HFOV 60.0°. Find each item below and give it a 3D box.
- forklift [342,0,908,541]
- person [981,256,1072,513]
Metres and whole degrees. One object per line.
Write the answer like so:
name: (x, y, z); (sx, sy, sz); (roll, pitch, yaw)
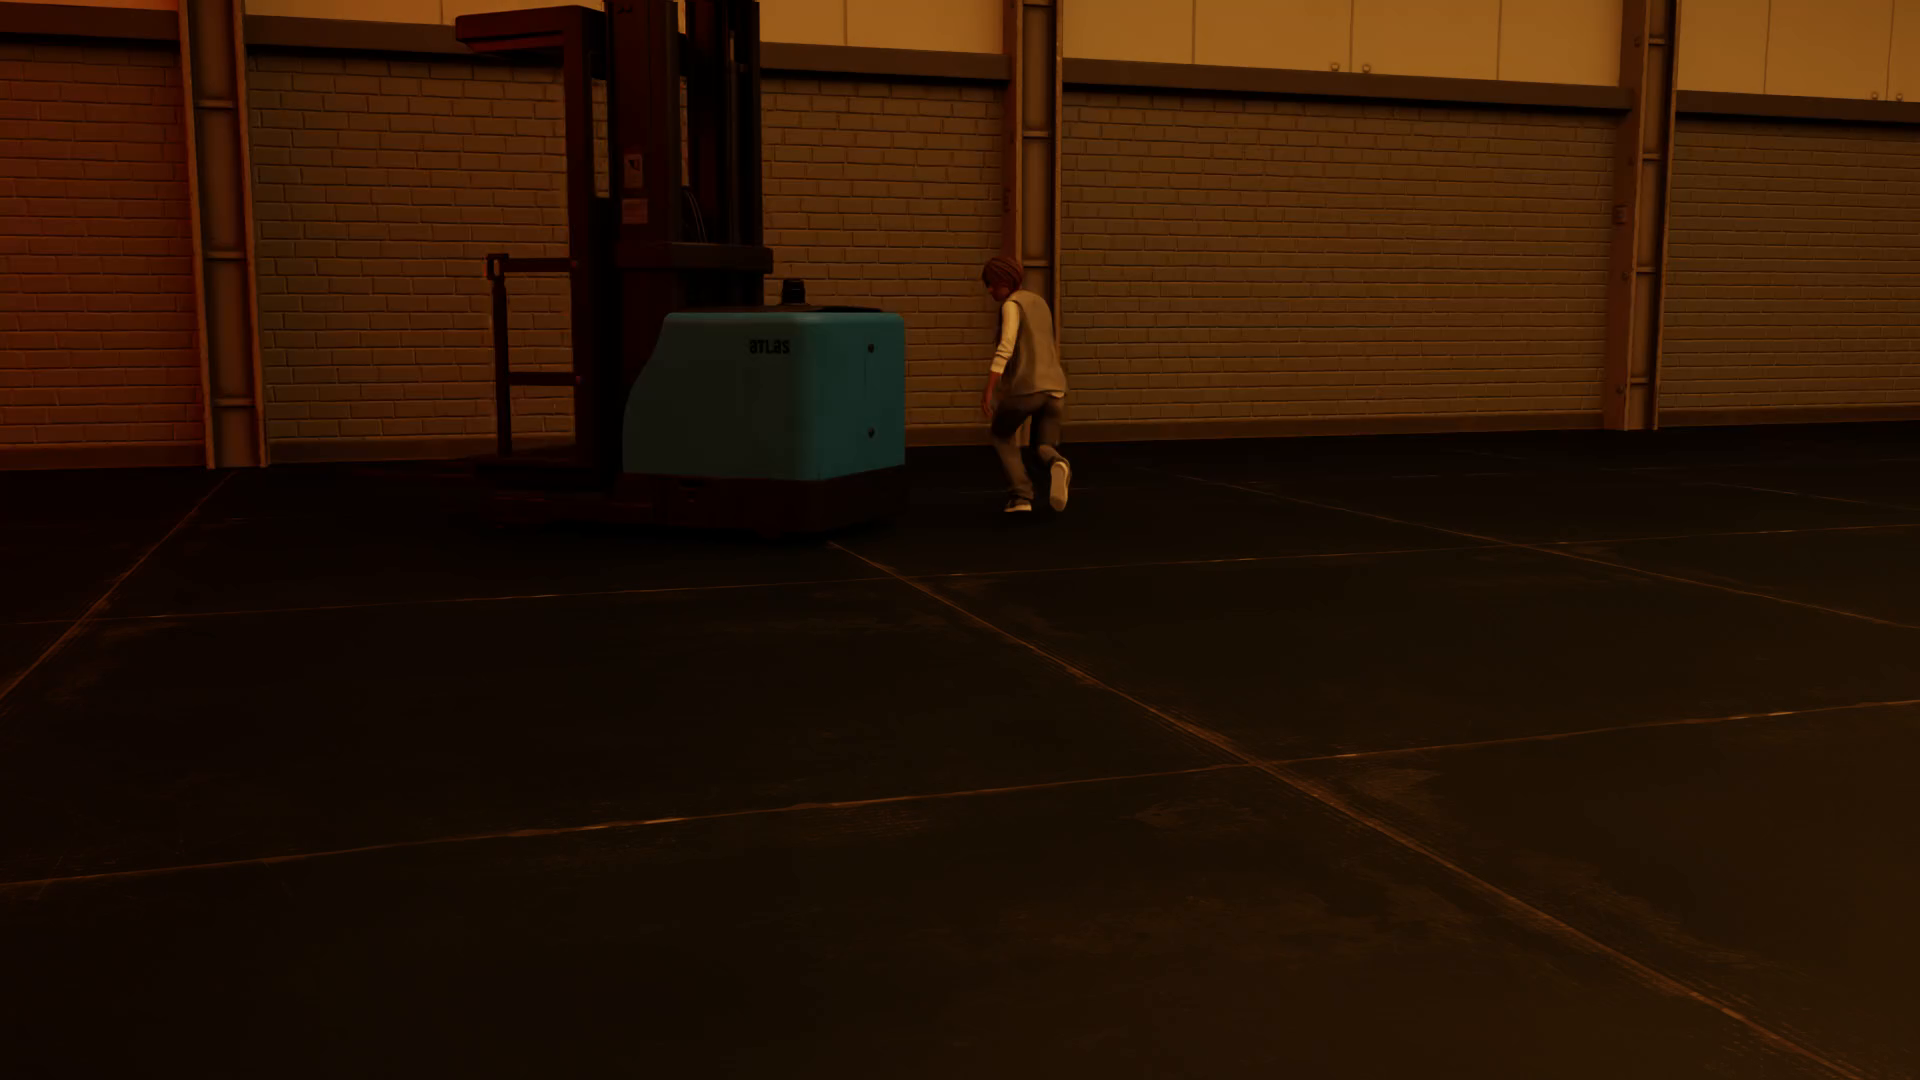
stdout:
forklift: (-1.825, -1.557, 8.495); (3.031, 2.935, 1.130); (3, 8, 24)
person: (0.348, -0.806, 8.858); (0.575, 1.384, 0.643); (-5, 9, -35)
